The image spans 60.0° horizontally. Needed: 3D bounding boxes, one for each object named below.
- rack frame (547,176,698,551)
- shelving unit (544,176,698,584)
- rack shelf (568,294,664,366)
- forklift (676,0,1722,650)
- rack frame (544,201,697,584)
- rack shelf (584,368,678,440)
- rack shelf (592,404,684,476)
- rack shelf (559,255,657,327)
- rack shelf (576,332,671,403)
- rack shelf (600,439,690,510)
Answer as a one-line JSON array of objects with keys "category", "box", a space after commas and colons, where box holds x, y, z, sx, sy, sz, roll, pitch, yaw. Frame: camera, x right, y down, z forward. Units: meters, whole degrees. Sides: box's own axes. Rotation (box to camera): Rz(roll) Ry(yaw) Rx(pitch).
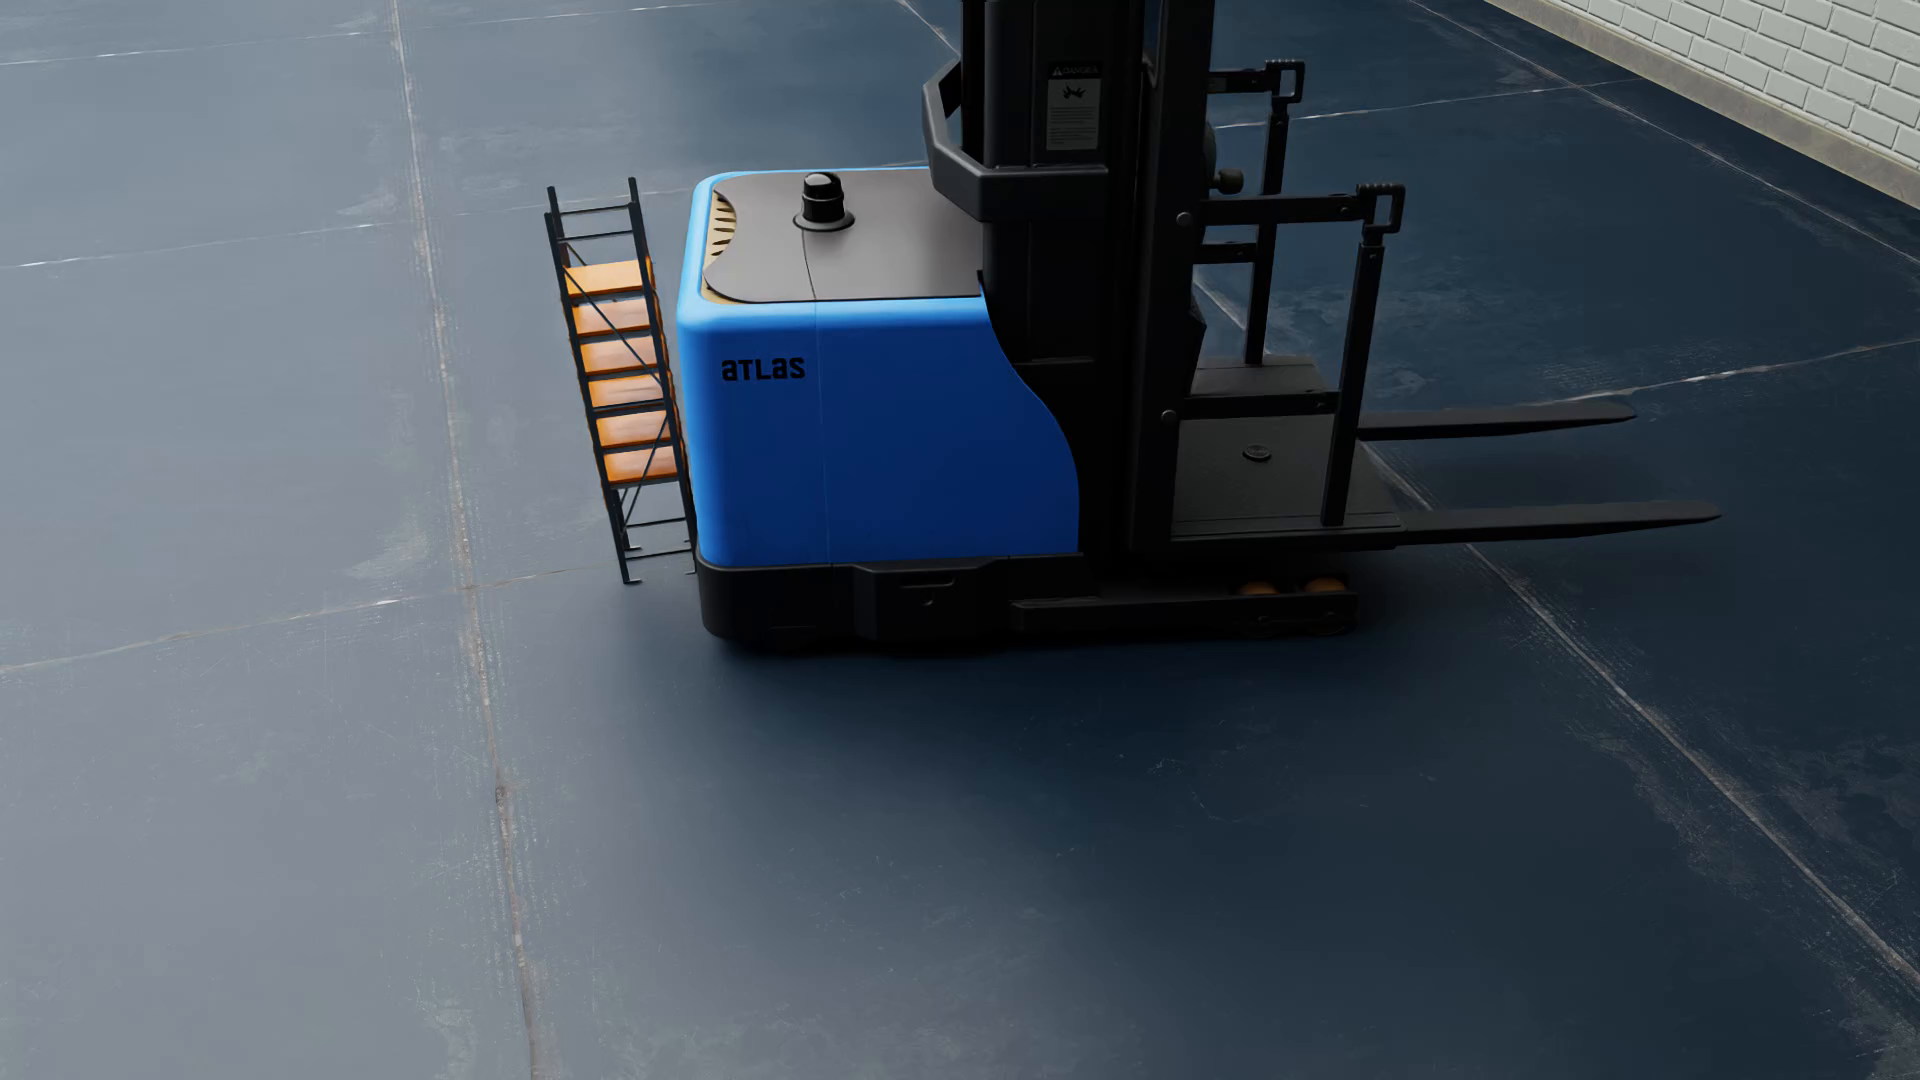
[{"category": "rack frame", "box": [-0.970, -0.482, 4.876, 0.240, 1.200, 0.006, -8, 34, -6]}, {"category": "shelving unit", "box": [-0.956, -0.432, 4.801, 0.258, 1.200, 0.189, -8, 34, -6]}, {"category": "rack shelf", "box": [-0.968, -0.594, 4.692, 0.258, 0.103, 0.180, -8, 34, -6]}, {"category": "forklift", "box": [0.739, -1.228, 4.450, 3.031, 2.935, 1.130, -2, 34, -4]}, {"category": "rack frame", "box": [-0.941, -0.382, 4.726, 0.240, 1.200, 0.006, -8, 34, -6]}, {"category": "rack shelf", "box": [-0.953, -0.395, 4.826, 0.258, 0.103, 0.180, -8, 34, -6]}, {"category": "rack shelf", "box": [-0.945, -0.296, 4.893, 0.258, 0.103, 0.180, -8, 34, -6]}, {"category": "rack shelf", "box": [-0.975, -0.693, 4.625, 0.258, 0.103, 0.180, -8, 34, -6]}, {"category": "rack shelf", "box": [-0.960, -0.494, 4.759, 0.258, 0.103, 0.180, -8, 34, -6]}, {"category": "rack shelf", "box": [-0.938, -0.197, 4.960, 0.258, 0.103, 0.180, -8, 34, -6]}]
